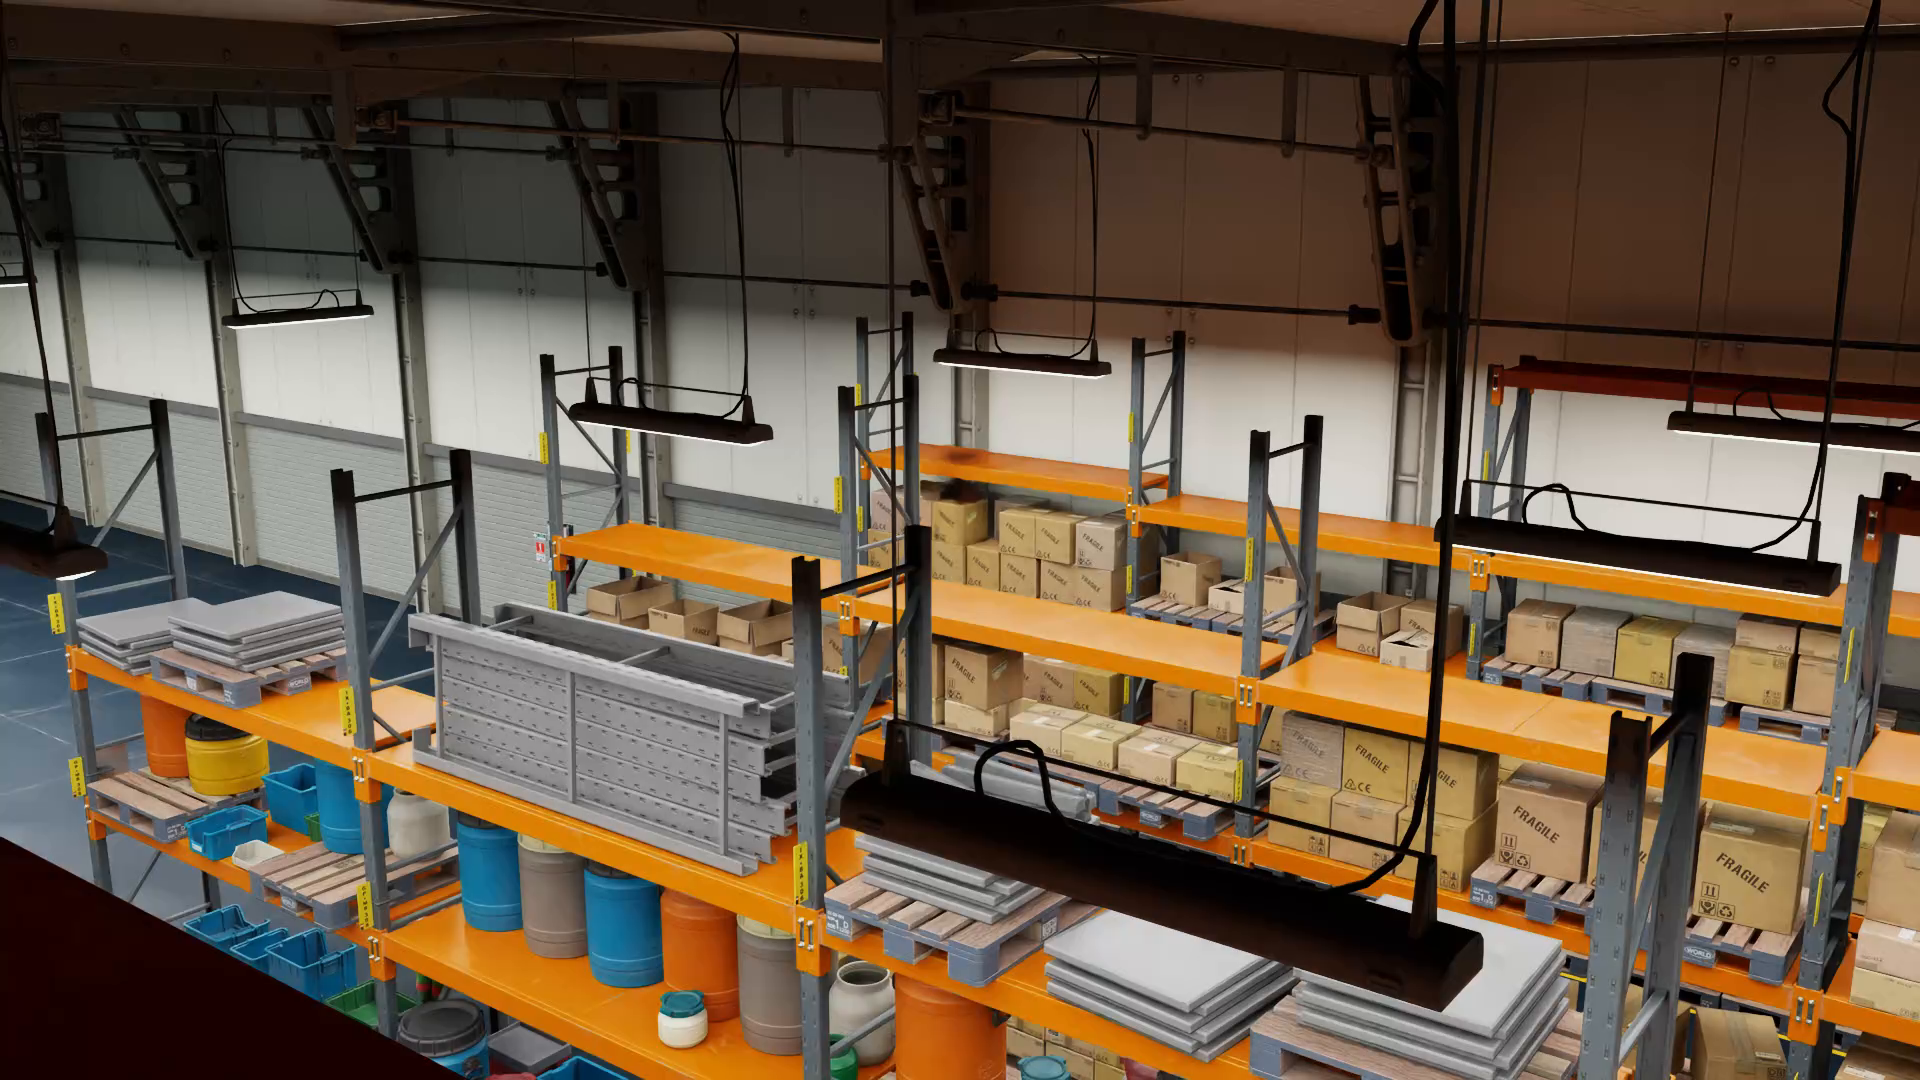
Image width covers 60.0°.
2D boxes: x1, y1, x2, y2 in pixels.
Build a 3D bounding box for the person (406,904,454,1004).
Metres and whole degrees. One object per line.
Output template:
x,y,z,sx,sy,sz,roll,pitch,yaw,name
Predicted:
-4.956,3.643,15.635,0.567,1.820,0.499,-1,13,-2,person
